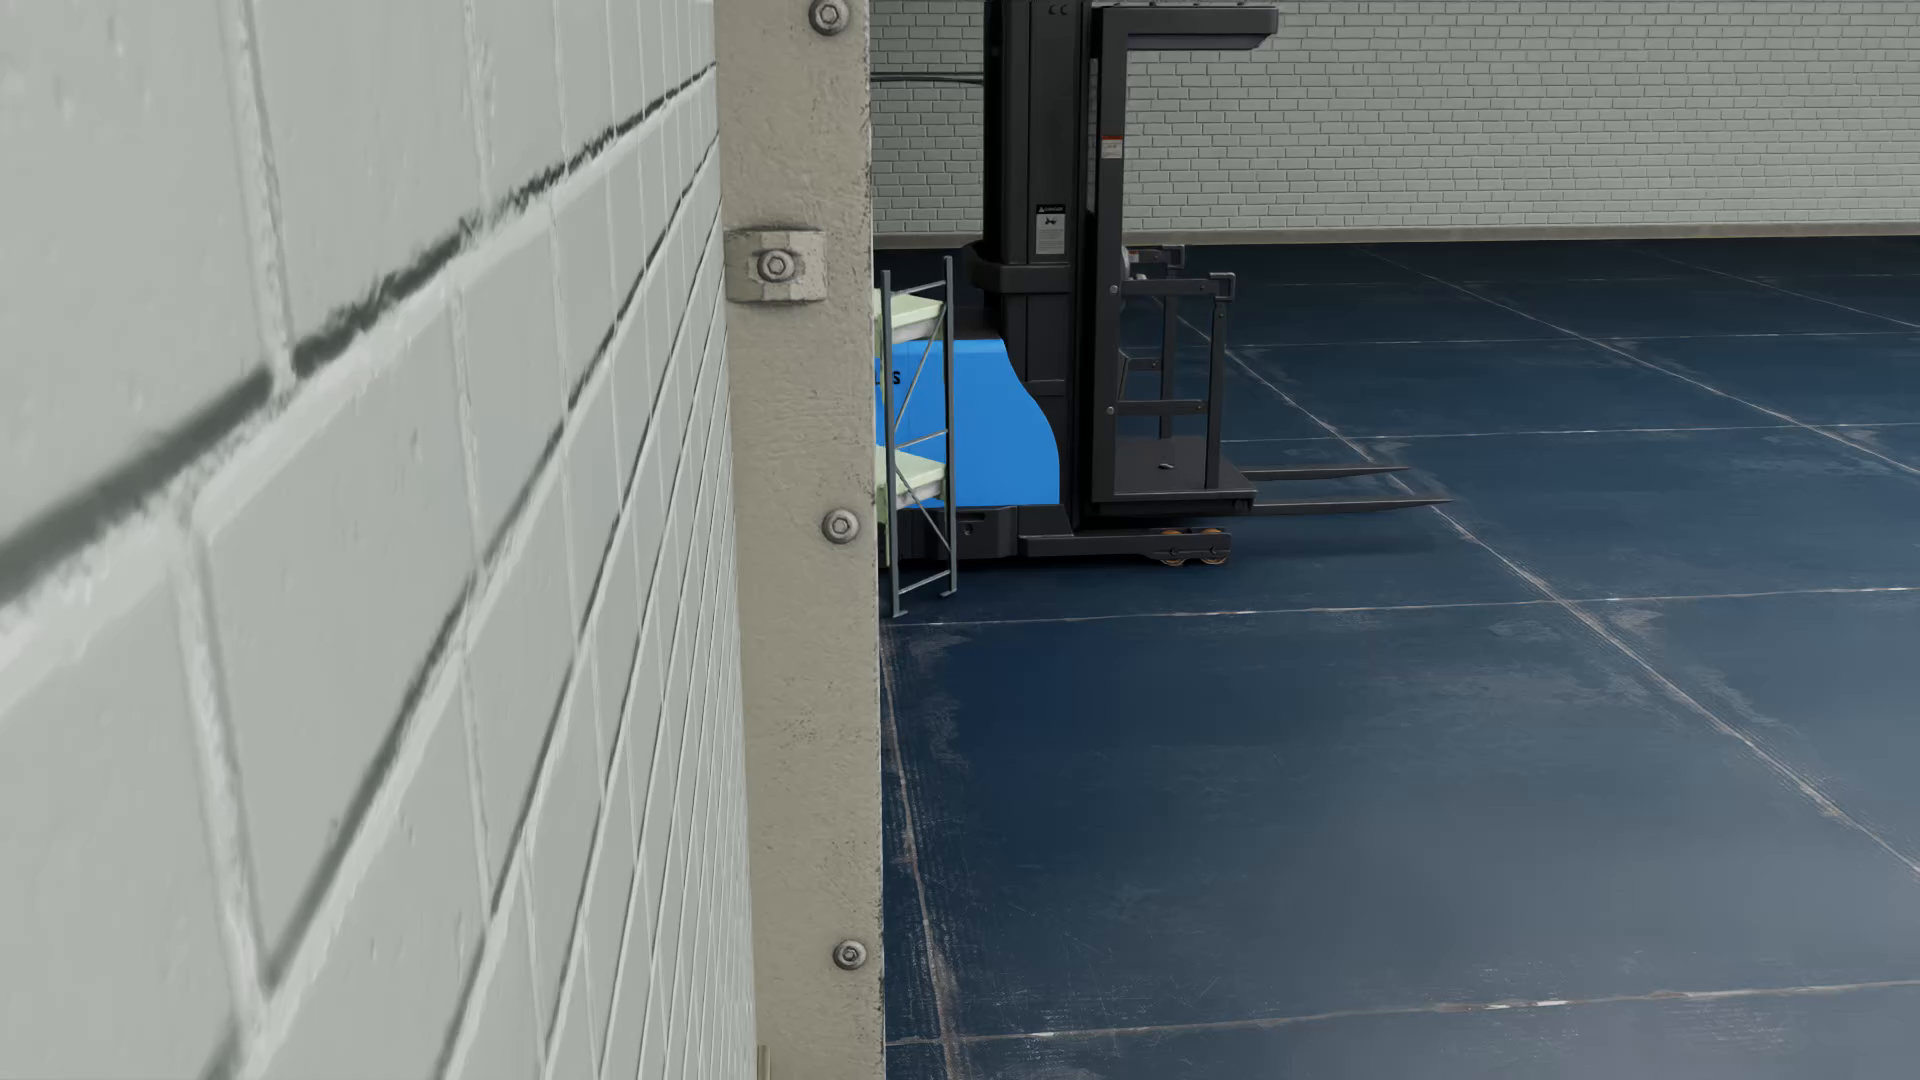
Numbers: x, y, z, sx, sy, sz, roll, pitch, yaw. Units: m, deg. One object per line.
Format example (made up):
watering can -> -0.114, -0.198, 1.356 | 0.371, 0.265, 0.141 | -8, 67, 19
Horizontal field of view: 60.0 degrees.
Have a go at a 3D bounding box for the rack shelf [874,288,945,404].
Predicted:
rack shelf -> -0.441, -0.870, 7.084 | 0.720, 0.370, 0.431 | 18, 28, 39

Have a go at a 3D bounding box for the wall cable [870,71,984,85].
wall cable -> -0.577, -6.040, 17.575 | 3.097, 2.526, 0.112 | -2, 18, -6

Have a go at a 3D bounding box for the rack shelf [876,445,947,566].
rack shelf -> -0.433, -0.202, 7.343 | 0.720, 0.370, 0.431 | 18, 28, 39

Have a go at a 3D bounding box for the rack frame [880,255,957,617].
rack frame -> -0.166, -0.420, 6.995 | 0.023, 1.500, 0.400 | 18, 28, 39

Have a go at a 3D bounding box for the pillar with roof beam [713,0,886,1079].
pillar with roof beam -> 3.931, -3.160, 3.220 | 9.100, 9.000, 0.400 | -2, 18, -6

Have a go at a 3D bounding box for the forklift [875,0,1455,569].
forklift -> 0.857, -1.433, 7.848 | 3.031, 2.935, 1.130 | -2, 18, -6

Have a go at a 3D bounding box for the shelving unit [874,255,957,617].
shelving unit -> -0.437, -0.506, 7.225 | 0.755, 1.500, 0.431 | 18, 28, 39
